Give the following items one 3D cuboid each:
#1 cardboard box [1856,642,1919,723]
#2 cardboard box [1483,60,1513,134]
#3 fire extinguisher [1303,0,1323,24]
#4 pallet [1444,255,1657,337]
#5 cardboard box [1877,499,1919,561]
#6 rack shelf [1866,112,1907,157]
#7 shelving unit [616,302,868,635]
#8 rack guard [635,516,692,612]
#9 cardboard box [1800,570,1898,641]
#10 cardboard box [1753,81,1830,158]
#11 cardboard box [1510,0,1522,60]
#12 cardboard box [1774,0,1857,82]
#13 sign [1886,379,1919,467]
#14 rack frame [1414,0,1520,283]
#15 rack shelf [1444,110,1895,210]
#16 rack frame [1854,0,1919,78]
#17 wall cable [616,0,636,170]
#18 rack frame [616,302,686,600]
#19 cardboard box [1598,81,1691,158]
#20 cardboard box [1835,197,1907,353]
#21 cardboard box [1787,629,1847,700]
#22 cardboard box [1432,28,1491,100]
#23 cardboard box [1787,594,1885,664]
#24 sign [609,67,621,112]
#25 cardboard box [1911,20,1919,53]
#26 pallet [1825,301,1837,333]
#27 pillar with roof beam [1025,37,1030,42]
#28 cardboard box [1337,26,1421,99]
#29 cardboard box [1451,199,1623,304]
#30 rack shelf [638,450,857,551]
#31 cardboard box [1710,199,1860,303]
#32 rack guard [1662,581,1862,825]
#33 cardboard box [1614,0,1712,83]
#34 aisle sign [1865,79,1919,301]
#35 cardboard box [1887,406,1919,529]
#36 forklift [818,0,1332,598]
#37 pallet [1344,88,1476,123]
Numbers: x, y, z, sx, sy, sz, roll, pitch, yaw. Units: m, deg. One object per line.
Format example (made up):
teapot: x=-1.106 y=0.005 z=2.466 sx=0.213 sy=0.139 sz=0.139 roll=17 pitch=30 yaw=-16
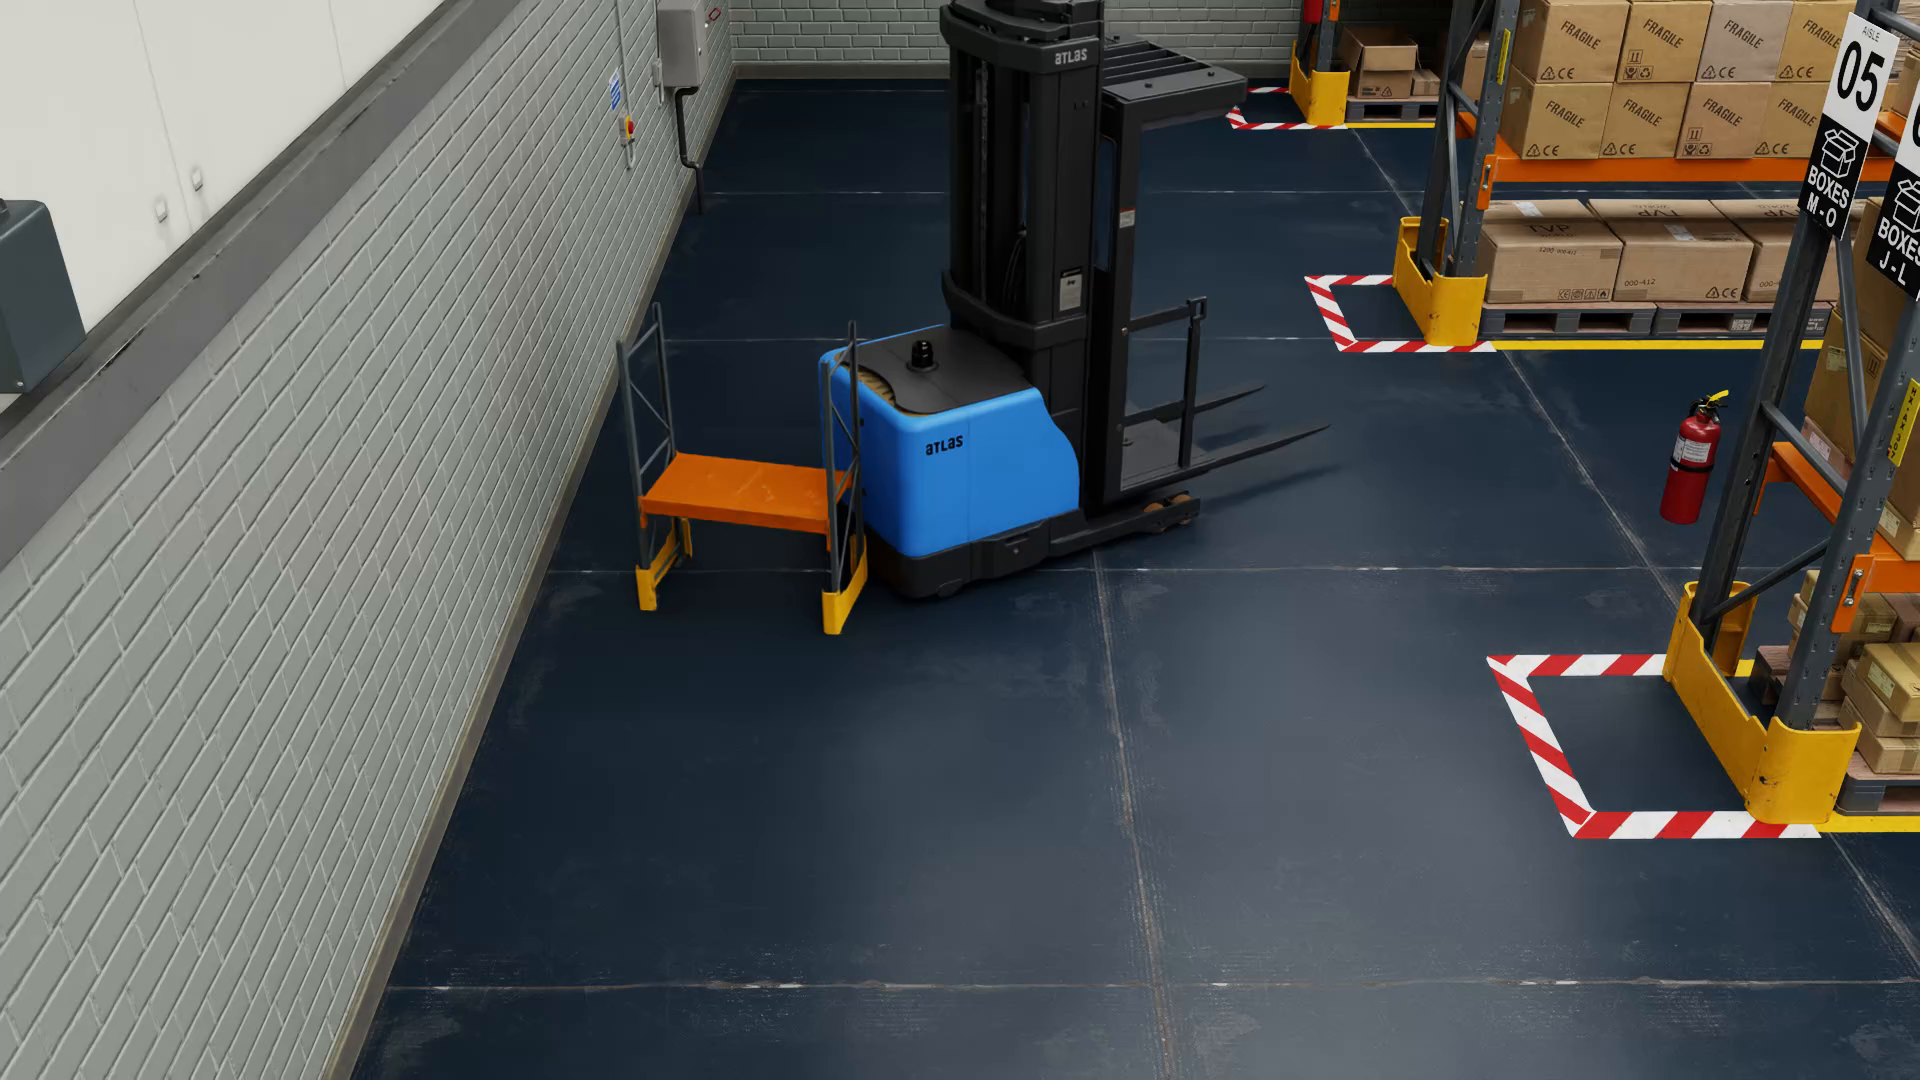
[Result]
cardboard box: x=4.073 y=0.608 z=7.127 sx=0.250 sy=0.149 sz=0.380 roll=-2 pitch=31 yaw=-3
cardboard box: x=3.897 y=-3.101 z=11.373 sx=0.500 sy=0.500 sz=0.500 roll=0 pitch=31 yaw=0
fire extinguisher: x=3.238 y=-5.061 z=15.134 sx=0.183 sy=0.674 sz=0.296 roll=0 pitch=31 yaw=0
pallet: x=4.215 y=-1.770 z=11.964 sx=1.213 sy=0.211 sz=1.003 roll=0 pitch=31 yaw=0
cardboard box: x=3.873 y=-0.076 z=6.725 sx=0.250 sy=0.149 sz=0.380 roll=0 pitch=31 yaw=-1
rack shelf: x=5.547 y=-1.333 z=6.357 sx=4.000 sy=0.370 sz=1.077 roll=0 pitch=31 yaw=0
shelving unit: x=-1.081 y=-0.364 z=8.404 sx=1.083 sy=1.500 sz=0.587 roll=7 pitch=32 yaw=11
rack guard: x=-1.566 y=0.113 z=8.822 sx=0.087 sy=0.250 sz=0.587 roll=7 pitch=32 yaw=11
cardboard box: x=4.075 y=0.300 z=7.634 sx=0.250 sy=0.149 sz=0.380 roll=0 pitch=31 yaw=0
cardboard box: x=5.413 y=-2.833 z=10.931 sx=0.500 sy=0.500 sz=0.500 roll=1 pitch=31 yaw=1
cardboard box: x=3.897 y=-3.515 z=11.091 sx=0.500 sy=0.500 sz=0.500 roll=1 pitch=31 yaw=1
cardboard box: x=5.428 y=-3.256 z=10.665 sx=0.500 sy=0.500 sz=0.500 roll=0 pitch=31 yaw=0
sign: x=3.550 y=-0.441 z=6.250 sx=0.005 sy=0.325 sz=0.100 roll=0 pitch=31 yaw=0
rack frame: x=3.416 y=-2.919 z=11.170 sx=0.127 sy=3.000 sz=1.000 roll=0 pitch=31 yaw=0
rack shelf: x=5.416 y=-2.618 z=11.367 sx=4.000 sy=0.370 sz=1.077 roll=0 pitch=31 yaw=0
rack frame: x=3.547 y=-2.917 z=5.382 sx=0.127 sy=3.000 sz=1.000 roll=0 pitch=31 yaw=0
wall cable: x=-2.222 y=-3.337 z=10.849 sx=0.123 sy=1.953 sz=0.585 roll=0 pitch=31 yaw=0
rack frame: x=-1.568 y=-0.421 z=8.498 sx=0.032 sy=1.500 sz=0.500 roll=7 pitch=32 yaw=11
cardboard box: x=4.404 y=-2.831 z=10.927 sx=0.500 sy=0.500 sz=0.500 roll=-1 pitch=31 yaw=-1
cardboard box: x=4.003 y=-1.080 z=6.791 sx=0.500 sy=0.500 sz=0.500 roll=-1 pitch=31 yaw=-1
cardboard box: x=4.072 y=0.577 z=7.750 sx=0.250 sy=0.149 sz=0.380 roll=0 pitch=31 yaw=1
cardboard box: x=4.850 y=-4.540 z=15.846 sx=0.500 sy=0.500 sz=0.700 roll=1 pitch=31 yaw=2
cardboard box: x=4.073 y=0.410 z=7.739 sx=0.250 sy=0.149 sz=0.380 roll=-1 pitch=31 yaw=-2
sign: x=-2.283 y=-2.980 z=11.009 sx=0.001 sy=0.218 sz=0.327 roll=0 pitch=31 yaw=0
cardboard box: x=4.006 y=-1.917 z=6.289 sx=0.500 sy=0.250 sz=0.500 roll=-1 pitch=31 yaw=-2
pallet: x=6.655 y=-1.778 z=11.977 sx=1.213 sy=0.211 sz=1.003 roll=0 pitch=31 yaw=0
pillar with roof beam: x=0.707 y=-6.285 z=10.933 sx=0.400 sy=9.000 sz=9.100 roll=0 pitch=31 yaw=0
cardboard box: x=3.995 y=-4.559 z=15.874 sx=0.637 sy=0.503 sz=0.797 roll=-1 pitch=31 yaw=-2
cardboard box: x=4.076 y=-2.057 z=11.814 sx=0.875 sy=0.438 sz=0.875 roll=-1 pitch=31 yaw=-2
rack shelf: x=-1.072 y=-0.209 z=8.496 sx=1.000 sy=0.185 sz=0.538 roll=7 pitch=32 yaw=11
cardboard box: x=5.892 y=-2.067 z=11.829 sx=0.875 sy=0.438 sz=0.875 roll=-1 pitch=31 yaw=-2
rack guard: x=3.623 y=0.716 z=7.587 sx=0.348 sy=0.500 sz=1.175 roll=0 pitch=31 yaw=0
cardboard box: x=4.414 y=-3.249 z=10.652 sx=0.500 sy=0.500 sz=0.500 roll=-1 pitch=31 yaw=-2
aisle sign: x=3.476 y=-1.308 z=6.007 sx=0.004 sy=0.787 sz=0.394 roll=0 pitch=31 yaw=0
cardboard box: x=3.998 y=-0.380 z=6.601 sx=0.500 sy=0.500 sz=0.500 roll=1 pitch=31 yaw=2
forklift: x=0.762 y=-1.507 z=8.908 sx=3.031 sy=2.935 sz=1.130 roll=-17 pitch=35 yaw=-26
pallet: x=4.256 y=-4.305 z=16.142 sx=1.213 sy=0.211 sz=1.003 roll=0 pitch=31 yaw=0
